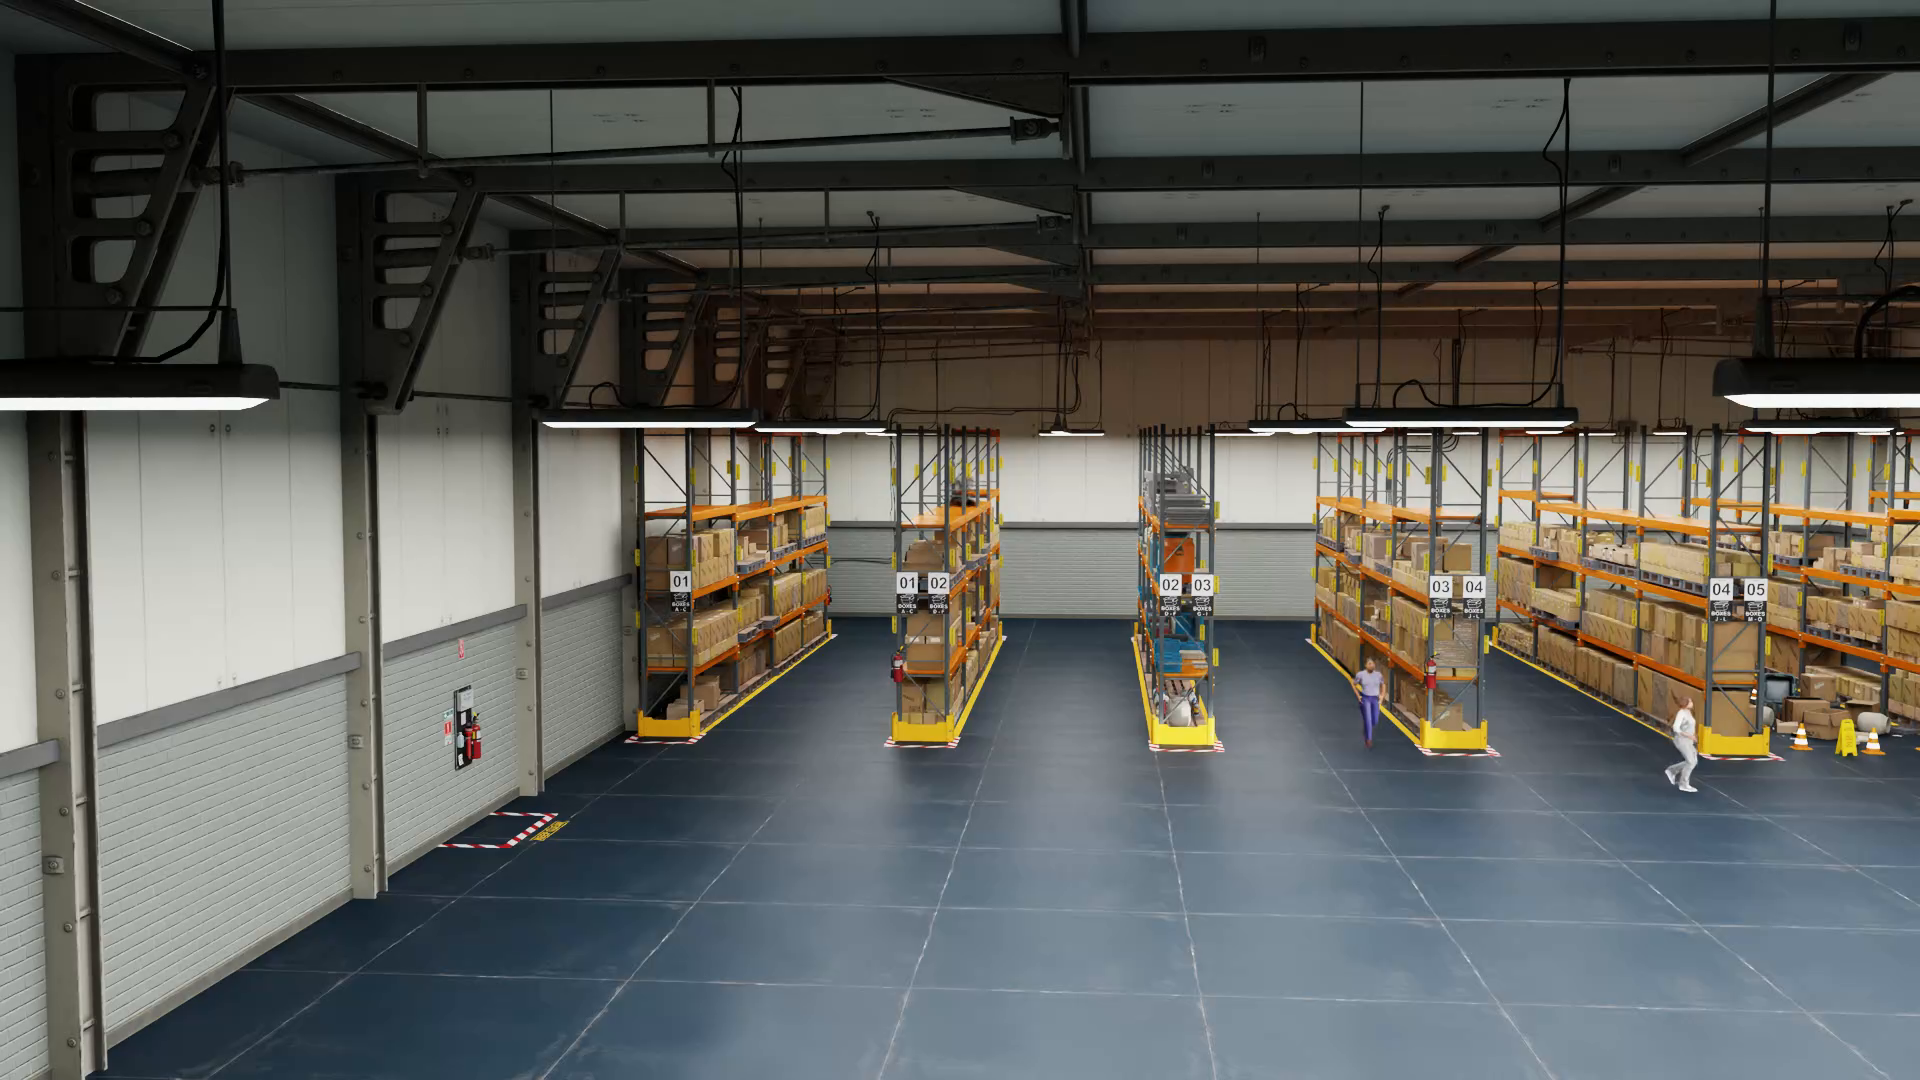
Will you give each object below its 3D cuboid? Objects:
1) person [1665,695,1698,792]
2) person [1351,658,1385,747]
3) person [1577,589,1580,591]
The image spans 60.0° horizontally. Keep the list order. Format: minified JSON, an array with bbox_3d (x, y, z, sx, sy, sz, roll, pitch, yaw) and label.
[{"bbox_3d":[11.747,3.305,27.032,0.546,1.543,0.560,3,4,39],"label":"person"},{"bbox_3d":[7.676,3.032,31.246,0.633,1.612,0.739,0,3,-4],"label":"person"},{"bbox_3d":[16.725,2.156,44.879,0.580,1.704,0.826,0,3,3],"label":"person"}]
